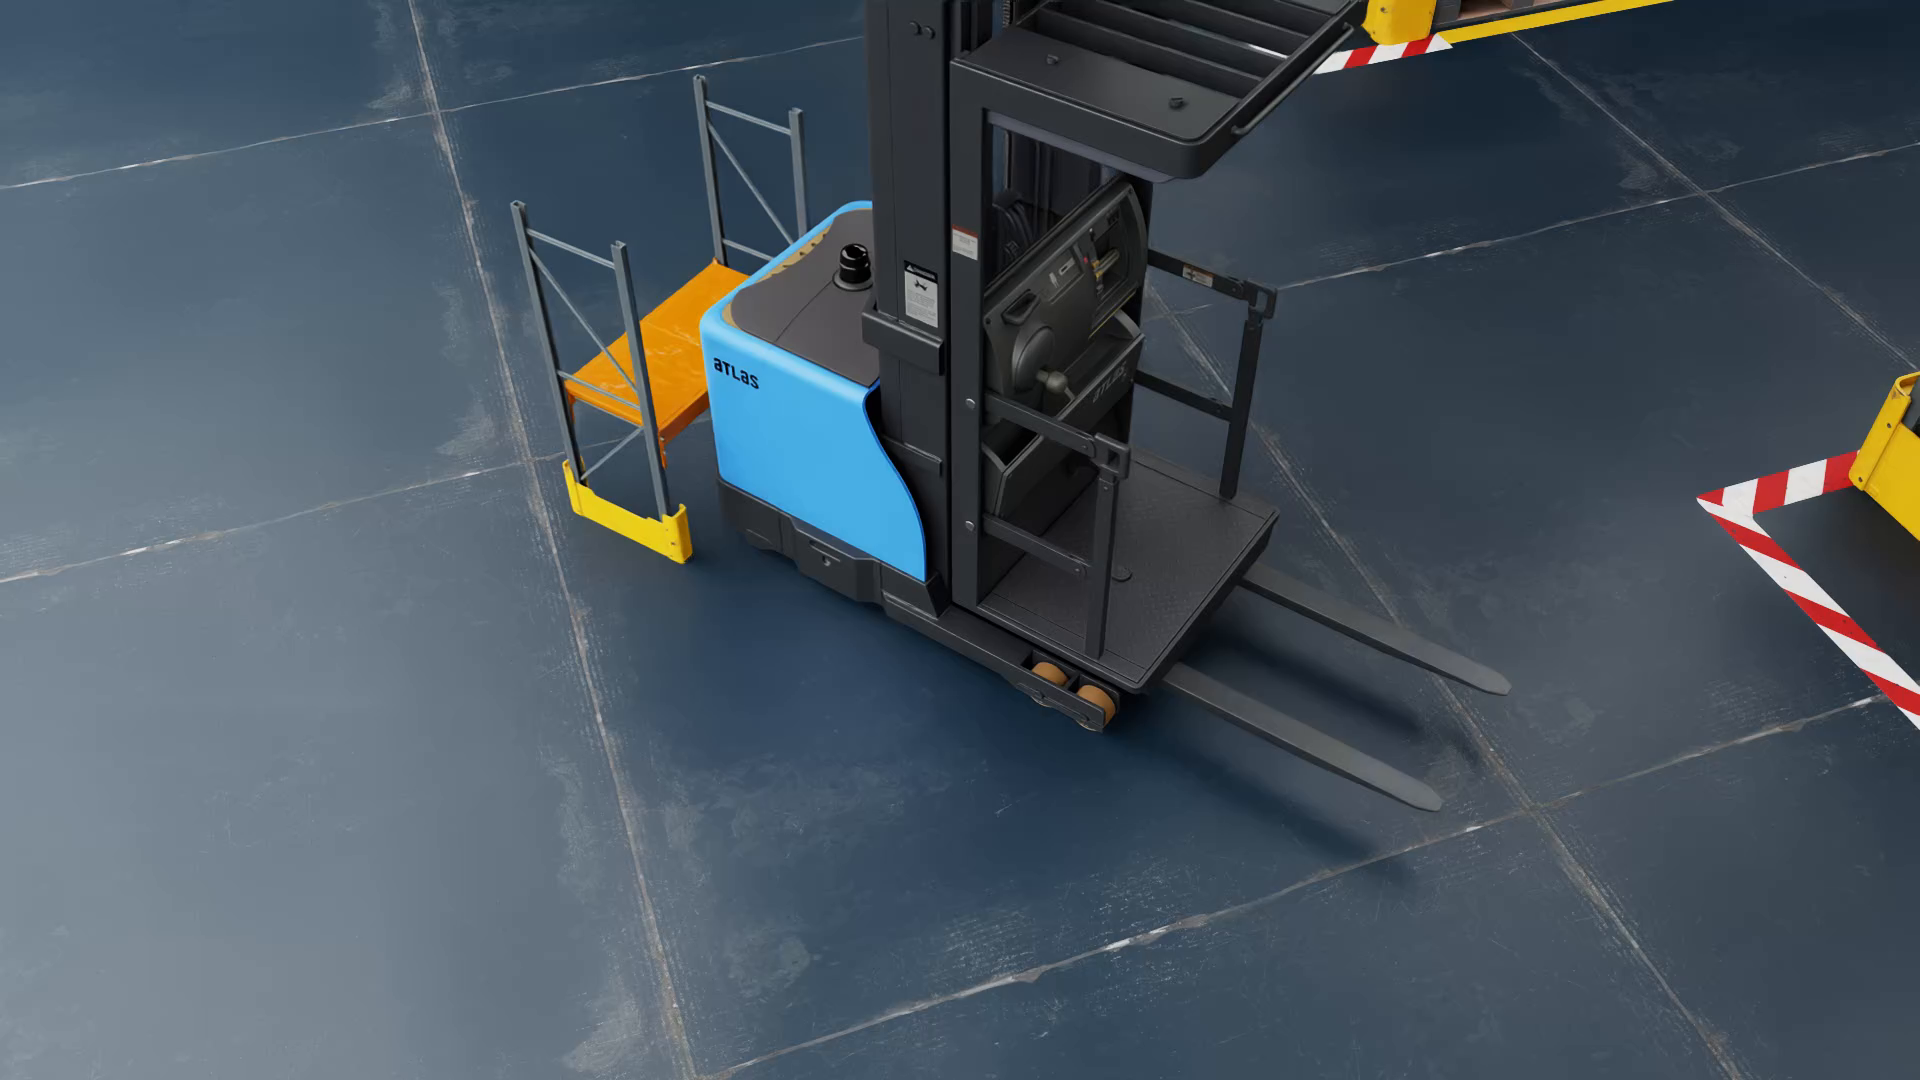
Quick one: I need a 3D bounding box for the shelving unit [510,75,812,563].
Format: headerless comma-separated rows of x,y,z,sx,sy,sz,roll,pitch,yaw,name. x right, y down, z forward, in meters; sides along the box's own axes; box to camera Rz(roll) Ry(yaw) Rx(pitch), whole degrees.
-1.074,-0.867,6.555,0.587,1.500,1.083,24,50,22,shelving unit

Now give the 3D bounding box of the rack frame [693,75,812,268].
-0.809,-1.166,6.853,0.500,1.500,0.032,24,50,22,rack frame

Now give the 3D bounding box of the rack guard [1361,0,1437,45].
2.392,-3.447,9.833,0.348,0.500,1.175,-14,47,-14,rack guard

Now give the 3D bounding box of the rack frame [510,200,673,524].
-1.349,-0.556,6.245,0.500,1.500,0.032,24,50,22,rack frame

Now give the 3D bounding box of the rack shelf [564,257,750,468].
-1.079,-0.734,6.676,0.538,0.185,1.000,24,50,22,rack shelf

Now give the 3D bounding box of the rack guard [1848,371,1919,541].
4.090,-0.116,6.513,0.348,0.500,1.175,-14,47,-14,rack guard

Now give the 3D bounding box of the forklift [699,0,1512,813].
0.533,-0.774,5.452,3.031,2.935,1.130,26,51,24,forklift

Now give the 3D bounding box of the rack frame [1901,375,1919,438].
4.018,-0.981,5.609,0.127,3.000,1.000,-14,47,-14,rack frame

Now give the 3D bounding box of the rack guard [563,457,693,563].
-1.338,-0.126,6.699,0.587,0.250,0.087,24,50,22,rack guard

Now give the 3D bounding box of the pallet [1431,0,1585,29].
3.158,-3.537,10.126,1.213,0.211,1.003,-14,47,-14,pallet
